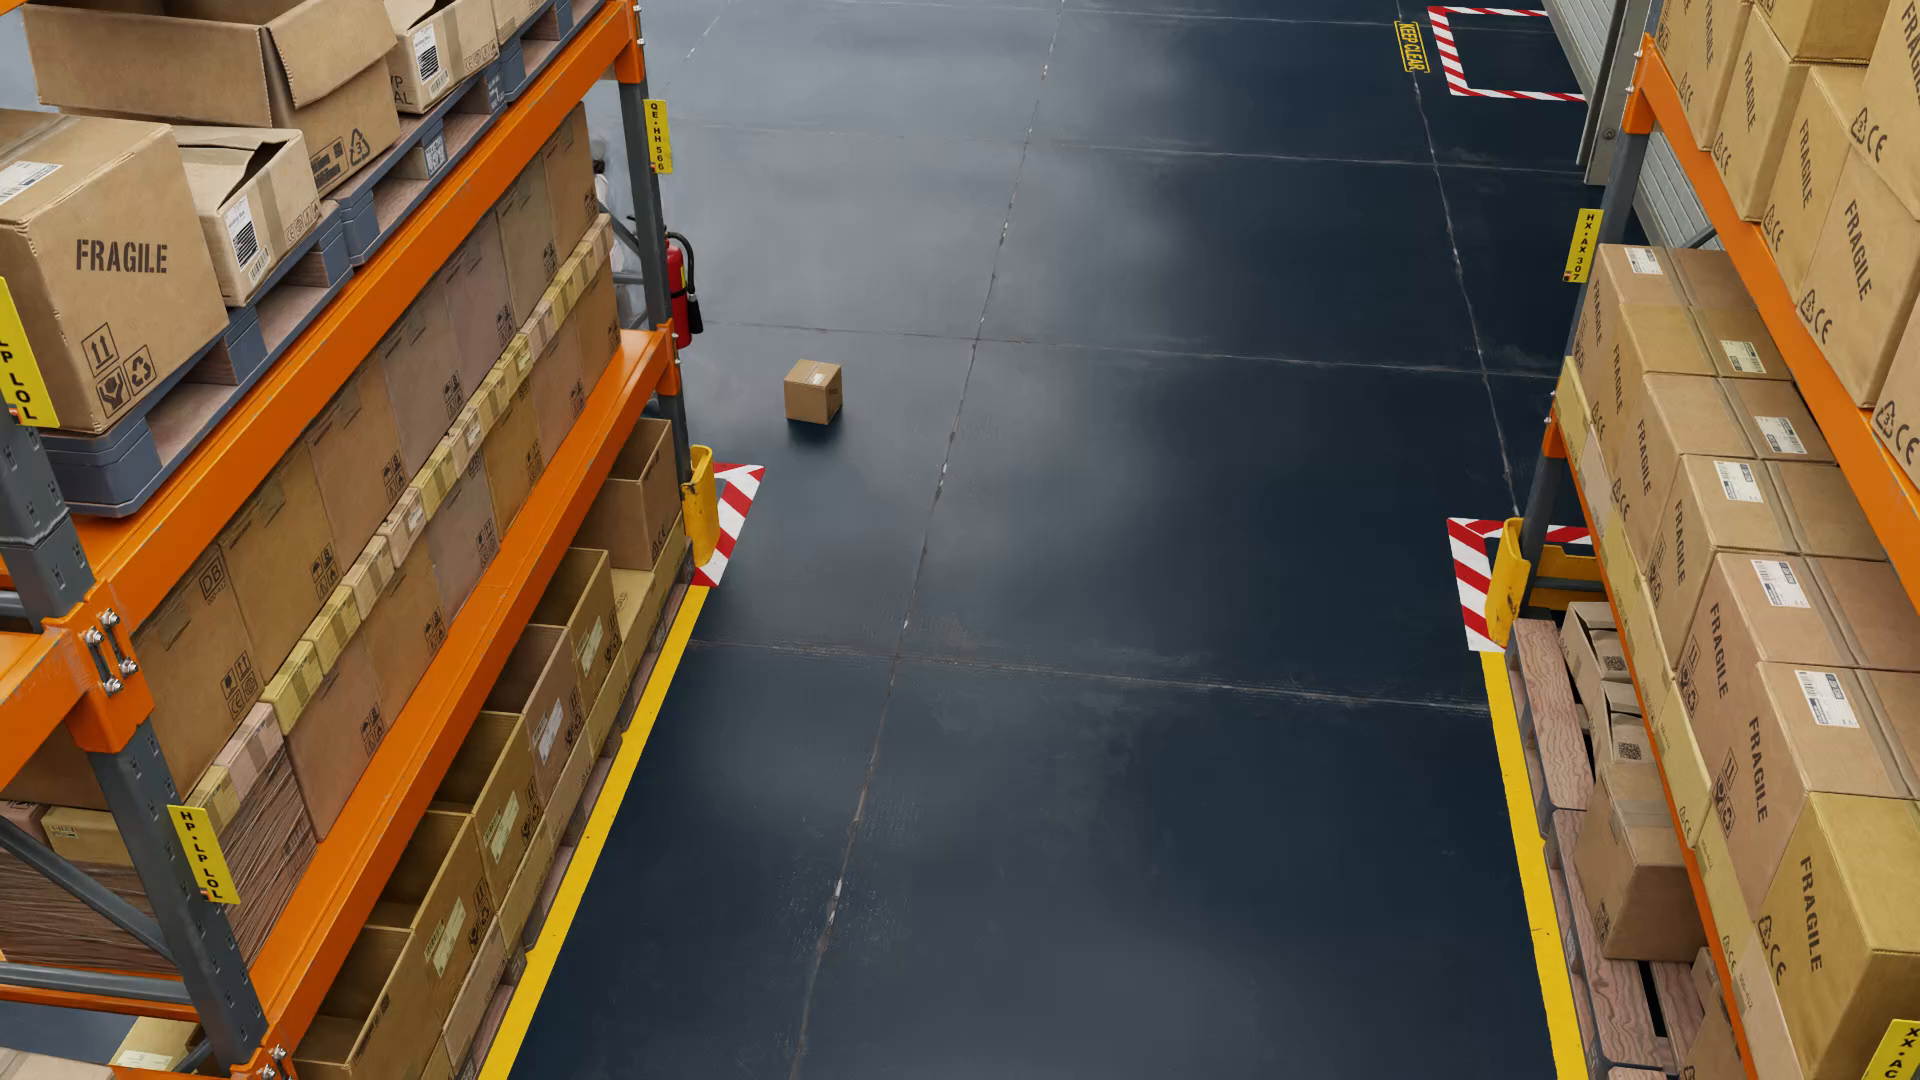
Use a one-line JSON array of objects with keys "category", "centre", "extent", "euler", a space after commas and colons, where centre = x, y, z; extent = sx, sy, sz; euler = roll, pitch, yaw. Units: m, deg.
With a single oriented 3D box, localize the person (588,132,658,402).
[{"category": "person", "centre": [-2.023, -1.395, 8.936], "extent": [0.787, 1.704, 0.542], "euler": [1, 36, 1]}]
